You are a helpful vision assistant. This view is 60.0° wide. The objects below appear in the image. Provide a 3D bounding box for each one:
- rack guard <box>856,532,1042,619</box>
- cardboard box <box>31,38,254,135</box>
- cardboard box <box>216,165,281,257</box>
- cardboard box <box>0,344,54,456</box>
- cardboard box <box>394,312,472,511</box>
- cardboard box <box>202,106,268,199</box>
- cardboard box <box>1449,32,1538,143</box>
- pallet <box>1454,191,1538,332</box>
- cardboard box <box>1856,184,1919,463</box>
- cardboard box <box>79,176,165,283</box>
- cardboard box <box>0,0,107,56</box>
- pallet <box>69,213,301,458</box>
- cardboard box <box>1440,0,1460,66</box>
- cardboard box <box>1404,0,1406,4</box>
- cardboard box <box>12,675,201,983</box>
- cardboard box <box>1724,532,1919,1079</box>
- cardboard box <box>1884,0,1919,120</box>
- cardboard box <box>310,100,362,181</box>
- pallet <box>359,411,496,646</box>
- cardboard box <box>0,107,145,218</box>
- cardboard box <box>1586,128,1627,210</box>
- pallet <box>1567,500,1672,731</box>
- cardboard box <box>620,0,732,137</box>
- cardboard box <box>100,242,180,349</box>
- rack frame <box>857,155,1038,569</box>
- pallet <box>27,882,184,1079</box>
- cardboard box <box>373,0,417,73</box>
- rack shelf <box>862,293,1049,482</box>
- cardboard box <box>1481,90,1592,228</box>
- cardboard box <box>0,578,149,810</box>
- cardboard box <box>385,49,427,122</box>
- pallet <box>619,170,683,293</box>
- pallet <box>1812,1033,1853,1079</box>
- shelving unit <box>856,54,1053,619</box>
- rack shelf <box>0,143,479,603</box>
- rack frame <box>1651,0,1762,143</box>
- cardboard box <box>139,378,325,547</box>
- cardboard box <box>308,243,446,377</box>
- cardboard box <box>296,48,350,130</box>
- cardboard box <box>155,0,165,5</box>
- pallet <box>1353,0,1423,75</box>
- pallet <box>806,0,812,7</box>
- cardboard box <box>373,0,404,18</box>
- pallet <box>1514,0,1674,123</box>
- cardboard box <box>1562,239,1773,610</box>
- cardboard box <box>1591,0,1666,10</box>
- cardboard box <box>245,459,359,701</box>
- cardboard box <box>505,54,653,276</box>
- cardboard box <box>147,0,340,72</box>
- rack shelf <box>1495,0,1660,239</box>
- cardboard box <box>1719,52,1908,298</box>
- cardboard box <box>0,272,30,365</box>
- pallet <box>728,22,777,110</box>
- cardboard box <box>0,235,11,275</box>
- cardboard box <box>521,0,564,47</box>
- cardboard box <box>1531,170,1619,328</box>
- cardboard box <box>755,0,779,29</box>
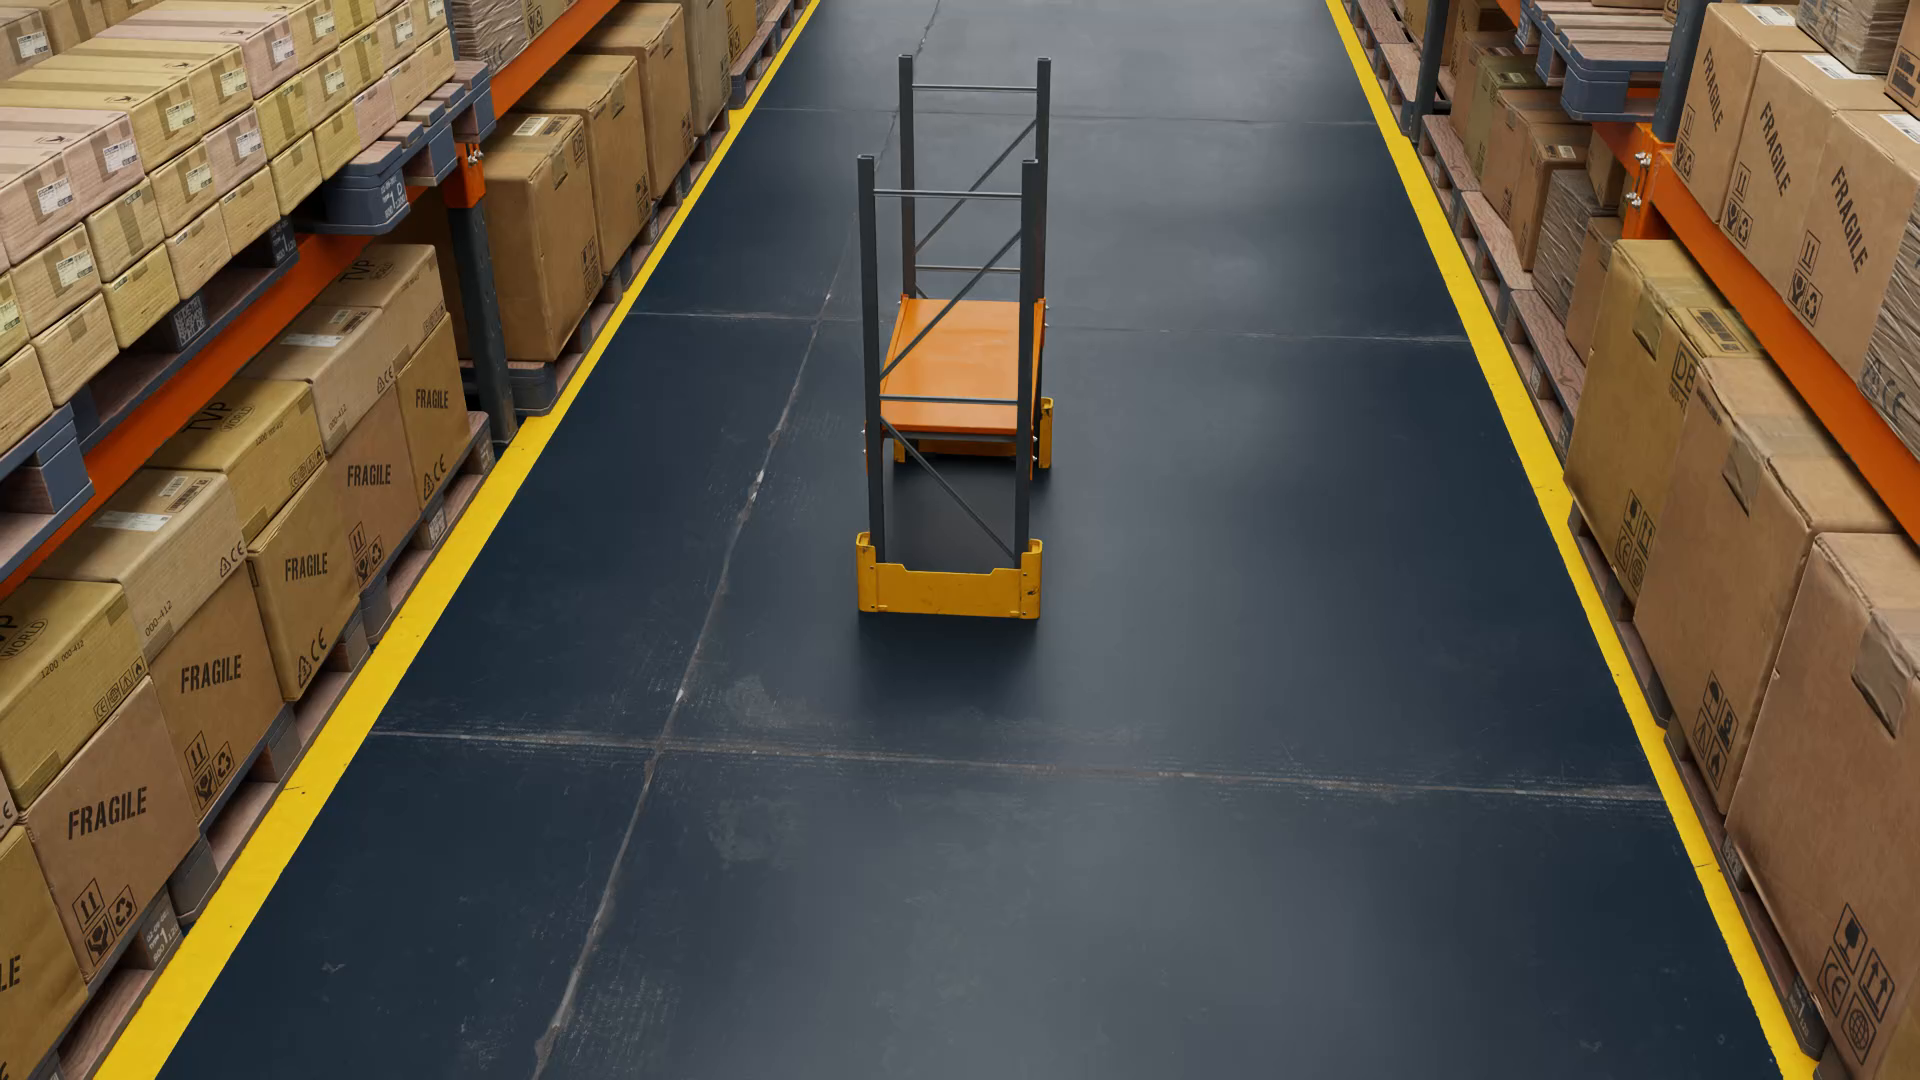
[{"bbox_3d":[-0.034,0.114,5.327,0.587,0.250,0.087,2,32,4],"label":"rack guard"},{"bbox_3d":[-1.901,-1.059,3.882,0.380,0.149,0.250,4,32,6],"label":"cardboard box"},{"bbox_3d":[-1.902,-0.810,4.045,0.380,0.149,0.250,3,32,5],"label":"cardboard box"},{"bbox_3d":[-1.983,-0.260,3.152,0.380,0.149,0.250,3,32,4],"label":"cardboard box"},{"bbox_3d":[-2.003,-0.446,5.596,0.500,0.500,0.500,2,32,4],"label":"cardboard box"},{"bbox_3d":[-1.899,-0.932,3.960,0.380,0.149,0.250,3,32,5],"label":"cardboard box"},{"bbox_3d":[2.979,-2.316,8.613,0.700,0.500,0.500,0,32,0],"label":"cardboard box"},{"bbox_3d":[2.892,-1.279,7.625,1.003,0.211,1.213,2,32,4],"label":"pallet"},{"bbox_3d":[2.294,-0.422,3.481,0.500,0.500,0.500,3,32,4],"label":"cardboard box"},{"bbox_3d":[-1.943,-0.666,3.527,0.380,0.149,0.250,2,32,3],"label":"cardboard box"},{"bbox_3d":[-2.507,-1.371,4.387,0.380,0.149,0.250,1,32,2],"label":"cardboard box"},{"bbox_3d":[-2.330,-0.568,3.995,1.003,0.211,1.213,2,32,4],"label":"pallet"},{"bbox_3d":[3.162,-3.135,9.960,0.500,0.500,0.500,13,34,19],"label":"cardboard box"},{"bbox_3d":[3.225,-3.753,10.963,0.500,0.500,0.500,5,32,9],"label":"cardboard box"},{"bbox_3d":[-2.170,0.639,3.836,0.500,0.500,0.500,4,32,6],"label":"cardboard box"},{"bbox_3d":[2.504,0.593,3.554,1.225,0.875,0.875,1,32,2],"label":"cardboard box"},{"bbox_3d":[2.594,-1.169,3.736,0.797,0.503,0.637,3,32,5],"label":"cardboard box"},{"bbox_3d":[-1.859,-1.086,4.492,0.380,0.149,0.250,2,32,3],"label":"cardboard box"},{"bbox_3d":[-2.275,-0.091,5.696,1.003,0.211,1.213,2,32,4],"label":"pallet"},{"bbox_3d":[-1.941,-0.782,3.432,0.380,0.149,0.250,4,32,6],"label":"cardboard box"},{"bbox_3d":[2.783,-1.493,6.563,0.500,0.250,0.500,6,32,10],"label":"cardboard box"},{"bbox_3d":[2.586,0.175,5.266,1.003,0.211,1.213,2,32,4],"label":"pallet"},{"bbox_3d":[-1.845,-2.670,8.968,1.050,0.750,0.750,2,32,4],"label":"cardboard box"},{"bbox_3d":[-1.944,-0.536,3.600,0.380,0.149,0.250,2,32,3],"label":"cardboard box"},{"bbox_3d":[-0.034,-0.417,4.998,0.500,1.500,0.032,2,32,4],"label":"rack frame"},{"bbox_3d":[-2.474,1.185,3.625,1.003,0.211,1.213,2,32,4],"label":"pallet"},{"bbox_3d":[-1.817,-1.467,4.828,0.380,0.149,0.250,4,32,6],"label":"cardboard box"},{"bbox_3d":[0.007,-0.530,5.523,0.538,0.185,1.000,2,32,4],"label":"rack shelf"},{"bbox_3d":[2.877,-1.775,7.734,0.700,0.500,0.500,0,32,0],"label":"cardboard box"},{"bbox_3d":[-2.171,0.318,3.643,0.500,0.250,0.500,3,32,5],"label":"cardboard box"},{"bbox_3d":[-1.814,-1.351,4.922,0.380,0.149,0.250,2,32,4],"label":"cardboard box"},{"bbox_3d":[-1.969,-1.544,8.055,1.003,0.211,1.213,2,32,4],"label":"pallet"},{"bbox_3d":[2.387,1.450,3.195,1.003,0.211,1.213,2,32,4],"label":"pallet"},{"bbox_3d":[0.006,-0.678,5.421,0.587,1.500,1.083,2,32,4],"label":"shelving unit"},{"bbox_3d":[-2.373,-0.334,4.119,1.077,0.370,4.000,2,32,4],"label":"rack shelf"},{"bbox_3d":[2.725,-1.422,5.198,1.000,3.000,0.127,2,32,4],"label":"rack frame"},{"bbox_3d":[-2.092,-0.222,4.518,0.500,0.250,0.500,3,32,5],"label":"cardboard box"},{"bbox_3d":[-2.005,-0.751,5.378,0.500,0.250,0.500,2,32,3],"label":"cardboard box"},{"bbox_3d":[-1.856,-1.199,4.392,0.380,0.149,0.250,3,32,4],"label":"cardboard box"},{"bbox_3d":[-2.460,-1.637,4.820,0.380,0.149,0.250,2,32,3],"label":"cardboard box"},{"bbox_3d":[3.167,-3.318,10.934,1.003,0.211,1.213,2,32,4],"label":"pallet"},{"bbox_3d":[-1.546,-4.261,12.463,1.003,0.211,1.213,2,32,4],"label":"pallet"},{"bbox_3d":[-1.816,-1.604,4.766,0.380,0.149,0.250,2,32,3],"label":"cardboard box"},{"bbox_3d":[2.677,-1.717,5.860,1.213,0.211,1.003,2,32,4],"label":"pallet"},{"bbox_3d":[2.648,-0.336,5.061,1.225,0.875,0.875,1,32,2],"label":"cardboard box"},{"bbox_3d":[2.675,-2.223,6.003,0.700,0.500,0.500,7,32,11],"label":"cardboard box"},{"bbox_3d":[-2.076,0.103,4.706,0.500,0.500,0.500,1,32,2],"label":"cardboard box"},{"bbox_3d":[-2.003,-1.679,7.360,1.050,0.750,0.750,3,32,5],"label":"cardboard box"},{"bbox_3d":[-1.855,-1.328,4.317,0.380,0.149,0.250,3,32,5],"label":"cardboard box"},{"bbox_3d":[2.888,-2.161,7.083,1.077,0.370,4.000,2,32,4],"label":"rack shelf"},{"bbox_3d":[2.375,-0.952,4.340,0.500,0.500,0.500,2,32,3],"label":"cardboard box"},{"bbox_3d":[-1.985,-0.386,3.073,0.380,0.149,0.250,1,32,2],"label":"cardboard box"},{"bbox_3d":[-1.745,-2.985,10.393,1.003,0.211,1.213,2,32,4],"label":"pallet"},{"bbox_3d":[-1.982,-0.517,3.001,0.380,0.149,0.250,2,32,3],"label":"cardboard box"},{"bbox_3d":[-1.866,-2.218,6.395,0.500,0.500,0.500,2,32,4],"label":"cardboard box"},{"bbox_3d":[2.792,-1.187,6.779,0.700,0.500,0.500,0,32,0],"label":"cardboard box"},{"bbox_3d":[-1.694,-3.850,10.762,0.875,0.875,0.875,3,32,4],"label":"cardboard box"}]
